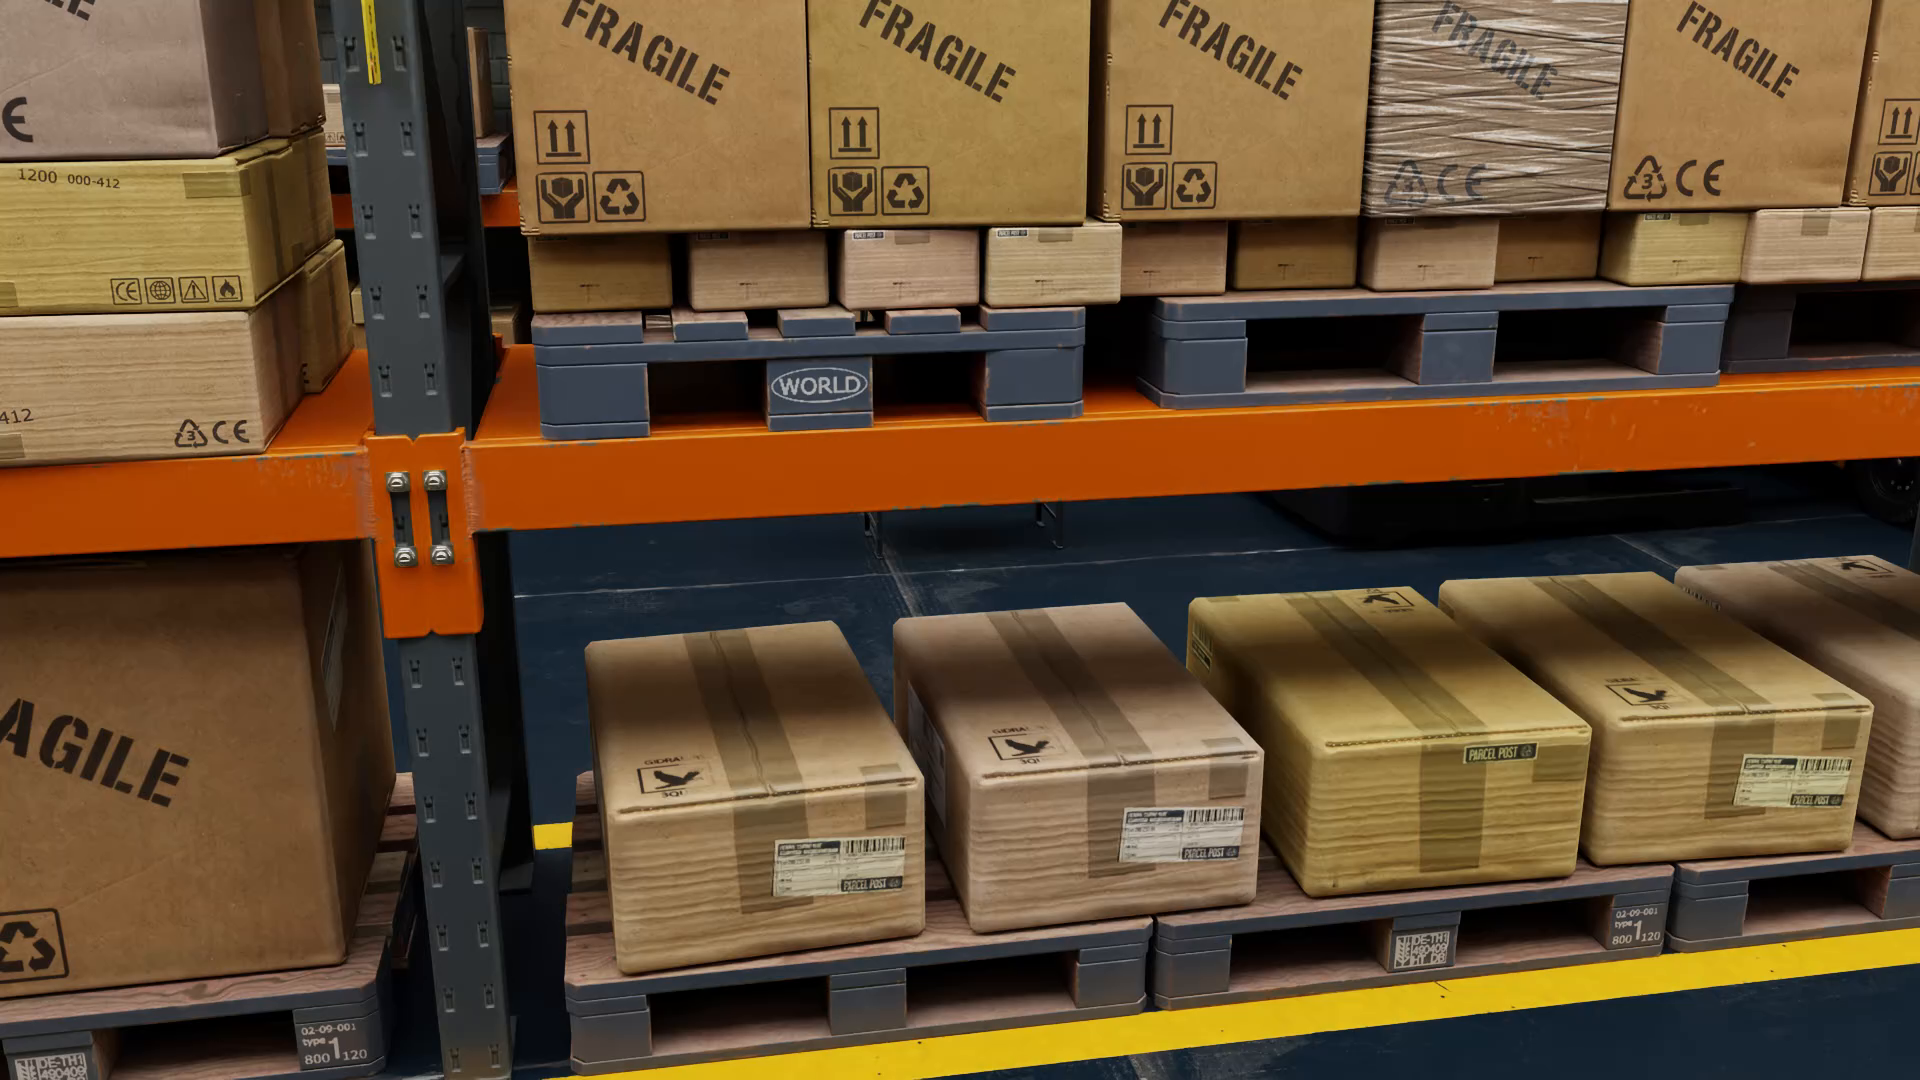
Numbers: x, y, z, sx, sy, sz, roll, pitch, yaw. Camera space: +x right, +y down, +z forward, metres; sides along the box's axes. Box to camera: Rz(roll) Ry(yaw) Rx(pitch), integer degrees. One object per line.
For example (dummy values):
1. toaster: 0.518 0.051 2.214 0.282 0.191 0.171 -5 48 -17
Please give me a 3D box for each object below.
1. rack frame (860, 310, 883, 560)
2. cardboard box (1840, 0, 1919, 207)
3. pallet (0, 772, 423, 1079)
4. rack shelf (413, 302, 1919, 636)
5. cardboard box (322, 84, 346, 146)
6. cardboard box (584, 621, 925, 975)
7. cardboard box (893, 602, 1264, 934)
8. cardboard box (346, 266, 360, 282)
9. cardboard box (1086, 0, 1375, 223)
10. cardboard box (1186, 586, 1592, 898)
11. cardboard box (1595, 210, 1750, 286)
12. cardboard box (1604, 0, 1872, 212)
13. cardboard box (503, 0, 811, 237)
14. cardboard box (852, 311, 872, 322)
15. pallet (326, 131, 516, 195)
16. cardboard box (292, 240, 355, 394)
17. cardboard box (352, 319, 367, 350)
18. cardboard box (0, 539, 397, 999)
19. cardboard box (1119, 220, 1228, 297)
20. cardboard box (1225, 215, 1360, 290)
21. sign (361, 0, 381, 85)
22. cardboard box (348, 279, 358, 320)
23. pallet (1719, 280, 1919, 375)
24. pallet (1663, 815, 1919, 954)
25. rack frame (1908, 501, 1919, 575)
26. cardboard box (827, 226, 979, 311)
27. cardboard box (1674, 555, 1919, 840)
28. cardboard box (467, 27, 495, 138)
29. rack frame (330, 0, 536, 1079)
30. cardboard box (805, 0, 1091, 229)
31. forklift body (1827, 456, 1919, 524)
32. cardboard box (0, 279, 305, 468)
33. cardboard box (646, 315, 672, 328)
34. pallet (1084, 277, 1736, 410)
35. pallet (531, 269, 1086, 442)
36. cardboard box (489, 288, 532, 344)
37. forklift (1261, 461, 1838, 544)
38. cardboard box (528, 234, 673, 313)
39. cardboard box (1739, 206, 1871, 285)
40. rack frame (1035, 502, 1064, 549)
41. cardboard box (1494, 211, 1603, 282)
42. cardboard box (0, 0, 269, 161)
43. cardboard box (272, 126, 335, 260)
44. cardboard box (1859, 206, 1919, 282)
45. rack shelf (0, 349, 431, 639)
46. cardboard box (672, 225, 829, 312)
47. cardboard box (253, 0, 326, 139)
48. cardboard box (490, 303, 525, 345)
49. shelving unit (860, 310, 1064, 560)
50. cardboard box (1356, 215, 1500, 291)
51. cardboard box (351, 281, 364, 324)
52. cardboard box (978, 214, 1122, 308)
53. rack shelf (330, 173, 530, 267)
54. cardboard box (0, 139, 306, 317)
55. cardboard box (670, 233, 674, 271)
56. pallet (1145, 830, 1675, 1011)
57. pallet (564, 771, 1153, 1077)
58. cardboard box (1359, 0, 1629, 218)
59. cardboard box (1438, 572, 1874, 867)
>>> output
1. rack frame: -0.353 -0.697 6.526 0.023 1.500 0.400 -3 17 -10
2. cardboard box: 1.983 -0.989 3.530 0.500 0.500 0.500 -3 17 -10
3. pallet: -1.836 0.860 3.652 1.213 0.211 1.003 -3 17 -10
4. rack shelf: 0.916 -0.263 3.783 4.000 0.370 1.077 -3 17 -10
5. cardboard box: -2.967 -1.903 7.438 0.500 0.250 0.500 -4 18 -13
6. cardboard box: -0.491 0.532 3.732 0.625 0.372 0.950 -4 18 -14
7. cardboard box: 0.232 0.488 3.874 0.625 0.372 0.950 -4 17 -12
8. cardboard box: -3.059 -1.259 8.238 0.250 0.149 0.380 -3 17 -10
9. cardboard box: 0.469 -0.907 3.263 0.500 0.500 0.500 -3 17 -10
10. cardboard box: 0.978 0.448 4.006 0.625 0.372 0.950 -3 17 -9
11. cardboard box: 1.423 -0.638 3.492 0.250 0.149 0.380 -3 17 -10
12. cardboard box: 1.475 -0.962 3.442 0.500 0.500 0.500 -3 17 -9
13. cardboard box: -0.562 -0.844 3.059 0.500 0.500 0.500 -4 17 -12
14. cardboard box: -0.738 -1.061 8.486 0.625 0.625 0.875 -3 17 -9
15. pallet: -2.645 -1.776 7.812 1.003 0.211 1.213 -3 17 -10
16. cardboard box: -1.576 -0.469 3.484 0.500 0.250 0.500 -4 17 -11
17. cardboard box: -2.861 -0.821 7.919 0.500 0.500 0.500 -4 17 -11
18. cardboard box: -1.742 0.334 3.518 0.875 0.875 0.875 -3 17 -11
19. cardboard box: 0.364 -0.594 3.348 0.250 0.149 0.380 -2 17 -7
20. cardboard box: 0.634 -0.621 3.436 0.250 0.149 0.380 -3 17 -8
21. sign: -0.939 -0.889 2.625 0.005 0.325 0.100 -3 17 -10
22. cardboard box: -2.959 -1.115 7.771 0.250 0.149 0.380 -4 17 -12
23. pallet: 2.102 -0.626 4.067 1.213 0.211 1.003 -3 17 -10
24. pallet: 2.116 0.659 4.307 1.213 0.211 1.003 -3 17 -10
25. rack frame: 2.880 -0.718 4.040 0.127 3.000 1.000 -3 17 -10
26. cardboard box: -0.132 -0.548 3.201 0.250 0.149 0.380 -4 18 -14
27. cardboard box: 2.365 0.367 4.267 0.625 0.372 0.950 -3 17 -10
28. cardboard box: -2.528 -2.191 7.950 0.500 0.500 0.500 -2 17 -8
29. rack frame: -1.048 -0.495 3.315 0.127 3.000 1.000 -3 17 -10
30. cardboard box: -0.052 -0.875 3.161 0.500 0.500 0.500 -2 17 -8
31. forklift body: 4.346 -1.334 7.492 1.214 2.155 2.313 -3 17 -10
32. cardboard box: -1.495 -0.320 3.002 0.500 0.250 0.500 -4 17 -12
33. cardboard box: -1.378 -1.022 8.360 0.625 0.625 0.875 -3 17 -9
34. pallet: 0.888 -0.526 3.741 1.213 0.211 1.003 -3 17 -10
35. pallet: -0.368 -0.474 3.572 1.003 0.211 1.213 -3 17 -10
36. cardboard box: -2.460 -0.989 8.465 0.500 0.500 0.500 -3 17 -8
37. forklift: 2.826 -1.599 7.027 3.031 2.935 1.130 -4 18 -14
38. cardboard box: -0.693 -0.540 3.175 0.250 0.149 0.380 -4 18 -14
39. cardboard box: 1.669 -0.641 3.502 0.250 0.149 0.380 -3 17 -10
40. rack frame: 0.366 -0.738 6.659 0.023 1.500 0.400 -3 17 -10
41. cardboard box: 1.144 -0.653 3.540 0.250 0.149 0.380 -4 17 -12
42. cardboard box: -1.506 -0.917 2.814 0.500 0.500 0.500 -4 17 -12
43. cardboard box: -1.592 -0.705 3.404 0.500 0.250 0.500 -3 17 -11
44. cardboard box: 1.918 -0.656 3.552 0.250 0.149 0.380 -4 17 -11
45. rack shelf: -3.011 -0.040 3.058 4.000 0.370 1.077 -3 17 -10
46. cardboard box: -0.409 -0.546 3.194 0.250 0.149 0.380 -4 18 -14
47. cardboard box: -1.578 -1.064 3.294 0.500 0.500 0.500 -4 17 -12
48. cardboard box: -2.367 -0.846 8.000 0.500 0.500 0.500 -3 17 -9
49. shelving unit: 0.007 -0.717 6.593 0.755 1.500 0.431 -3 17 -10
50. cardboard box: 0.903 -0.616 3.422 0.250 0.149 0.380 -3 17 -9
51. cardboard box: -2.692 -1.117 7.777 0.250 0.149 0.380 -4 18 -13
52. cardboard box: 0.142 -0.558 3.231 0.250 0.149 0.380 -3 17 -10
53. rack shelf: -3.957 -1.471 7.716 4.000 0.370 1.077 -3 17 -10
54. cardboard box: -1.475 -0.562 2.937 0.500 0.250 0.500 -3 17 -11
55. cardboard box: -0.521 -0.698 3.687 0.250 0.149 0.380 -3 17 -10
56. pallet: 0.915 0.728 4.083 1.213 0.211 1.003 -3 17 -10
57. pallet: -0.280 0.795 3.865 1.213 0.211 1.003 -3 17 -10
58. cardboard box: 0.961 -0.932 3.347 0.500 0.500 0.500 -4 18 -13
59. cardboard box: 1.660 0.408 4.134 0.625 0.372 0.950 -2 17 -7
